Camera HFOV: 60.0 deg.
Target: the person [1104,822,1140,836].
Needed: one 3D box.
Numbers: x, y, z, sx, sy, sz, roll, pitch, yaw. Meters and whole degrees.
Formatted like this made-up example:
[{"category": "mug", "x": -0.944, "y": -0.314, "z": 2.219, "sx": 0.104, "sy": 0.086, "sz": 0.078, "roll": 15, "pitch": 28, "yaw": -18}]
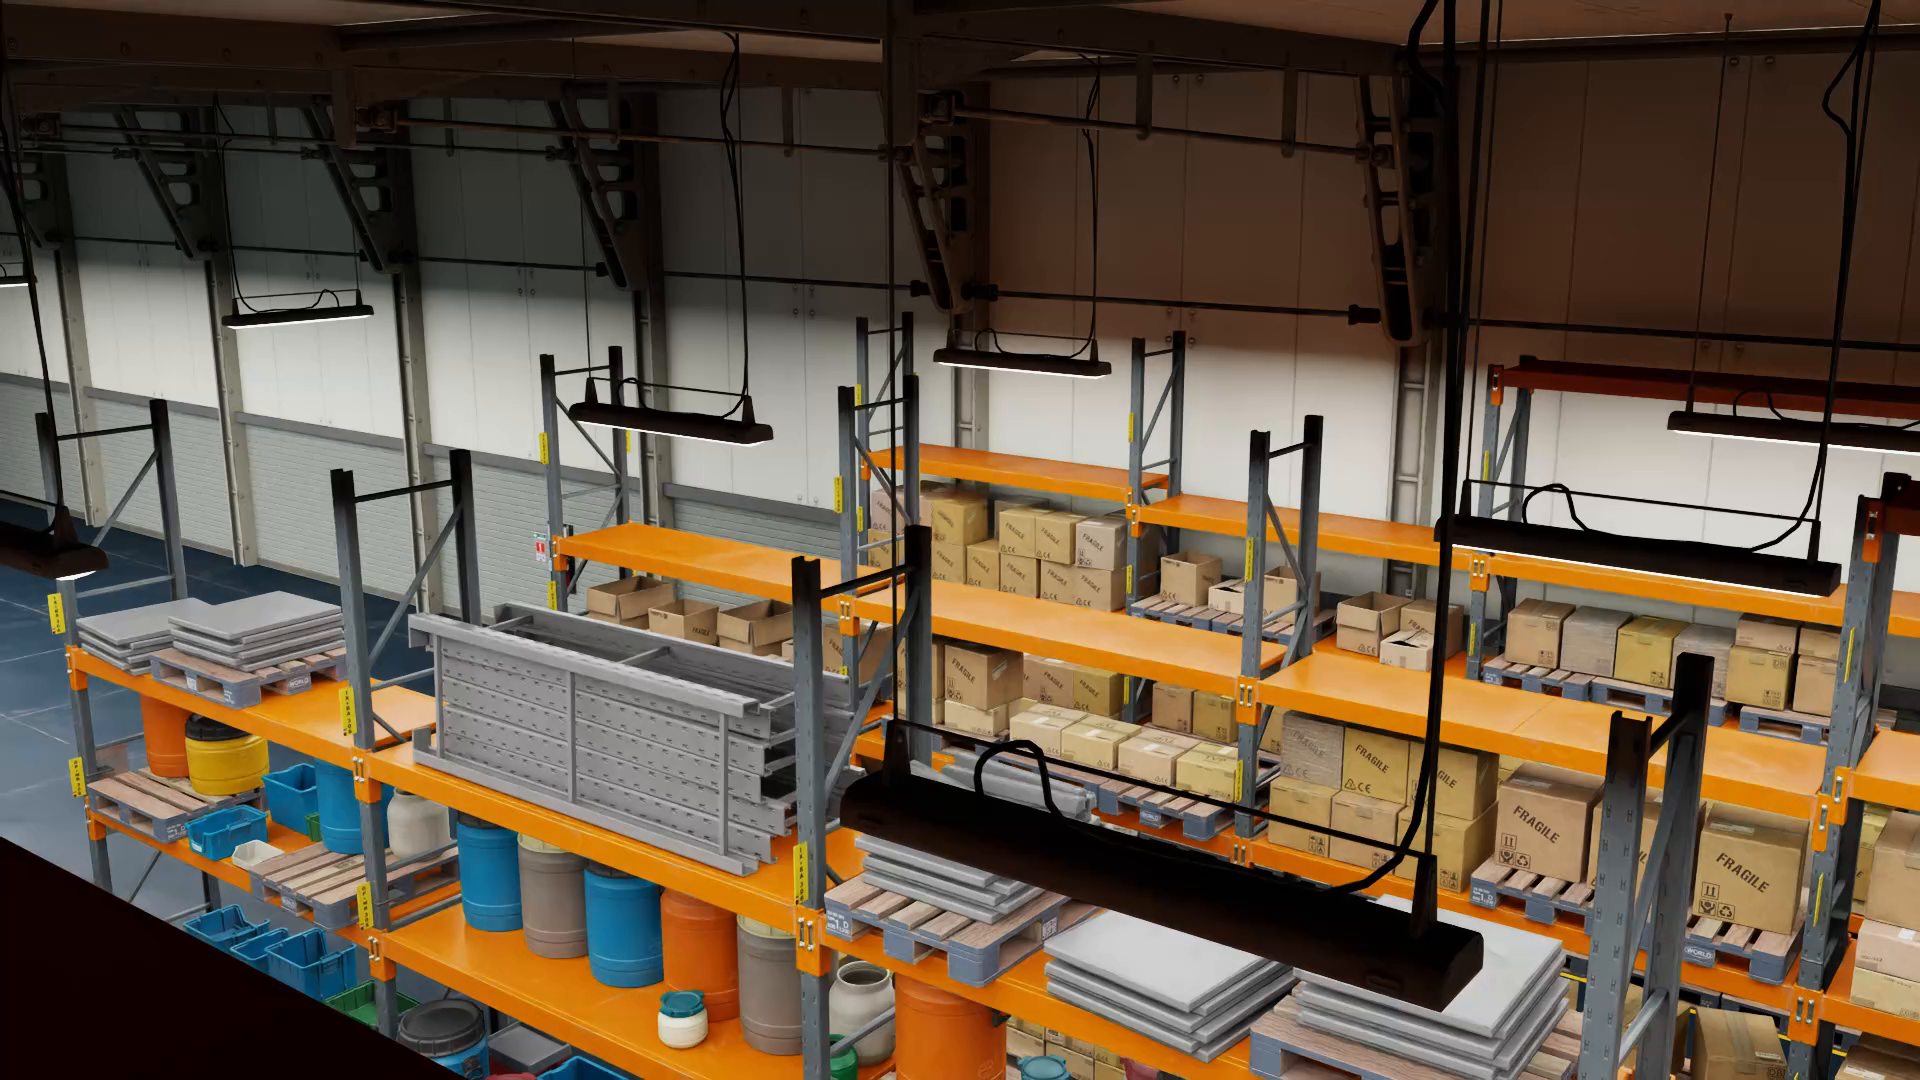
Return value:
[{"category": "person", "x": 1.698, "y": 3.187, "z": 17.850, "sx": 0.513, "sy": 1.679, "sz": 0.487, "roll": -12, "pitch": 18, "yaw": -42}]
